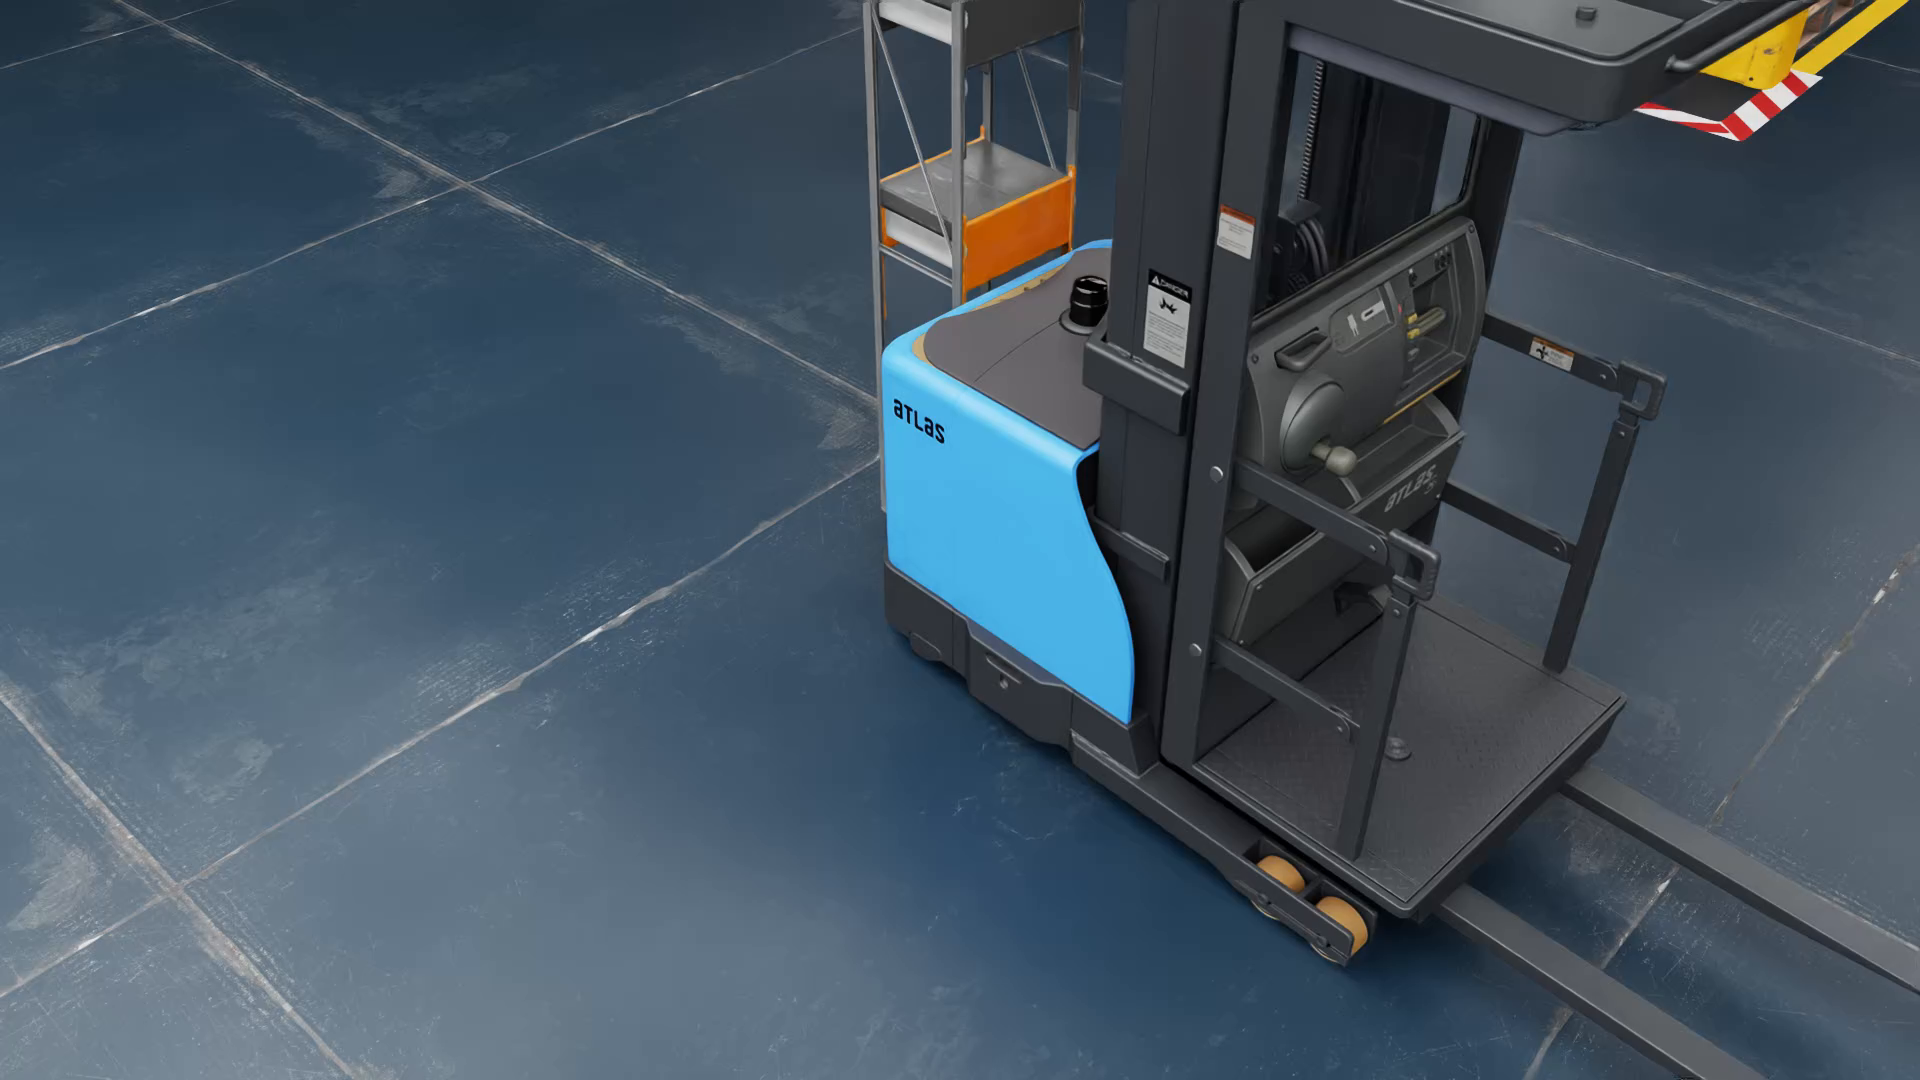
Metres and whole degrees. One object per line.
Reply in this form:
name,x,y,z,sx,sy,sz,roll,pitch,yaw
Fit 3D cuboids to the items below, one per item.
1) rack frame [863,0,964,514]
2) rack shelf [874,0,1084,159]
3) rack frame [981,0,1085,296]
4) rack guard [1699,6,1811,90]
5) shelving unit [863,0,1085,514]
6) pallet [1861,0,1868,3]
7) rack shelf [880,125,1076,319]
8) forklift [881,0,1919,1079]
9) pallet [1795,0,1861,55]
rack frame,-0.133,-0.840,5.120,0.015,2.100,0.400,-31,48,-33
rack shelf,0.042,-1.483,4.825,0.480,0.518,0.431,-31,48,-33
rack frame,0.218,-1.052,5.385,0.015,2.100,0.400,-31,48,-33
rack guard,3.907,-2.865,8.951,1.175,0.500,0.348,30,47,32
shelving unit,0.042,-0.946,5.252,0.503,2.100,0.431,-31,48,-33
pallet,5.282,-3.680,10.209,1.003,0.211,1.213,30,47,32
rack shelf,0.042,-0.935,5.261,0.480,0.518,0.431,-31,48,-33
forklift,1.145,-0.410,3.911,1.130,2.935,3.031,-31,48,-33
pallet,4.459,-3.123,9.507,1.003,0.211,1.213,30,47,32
